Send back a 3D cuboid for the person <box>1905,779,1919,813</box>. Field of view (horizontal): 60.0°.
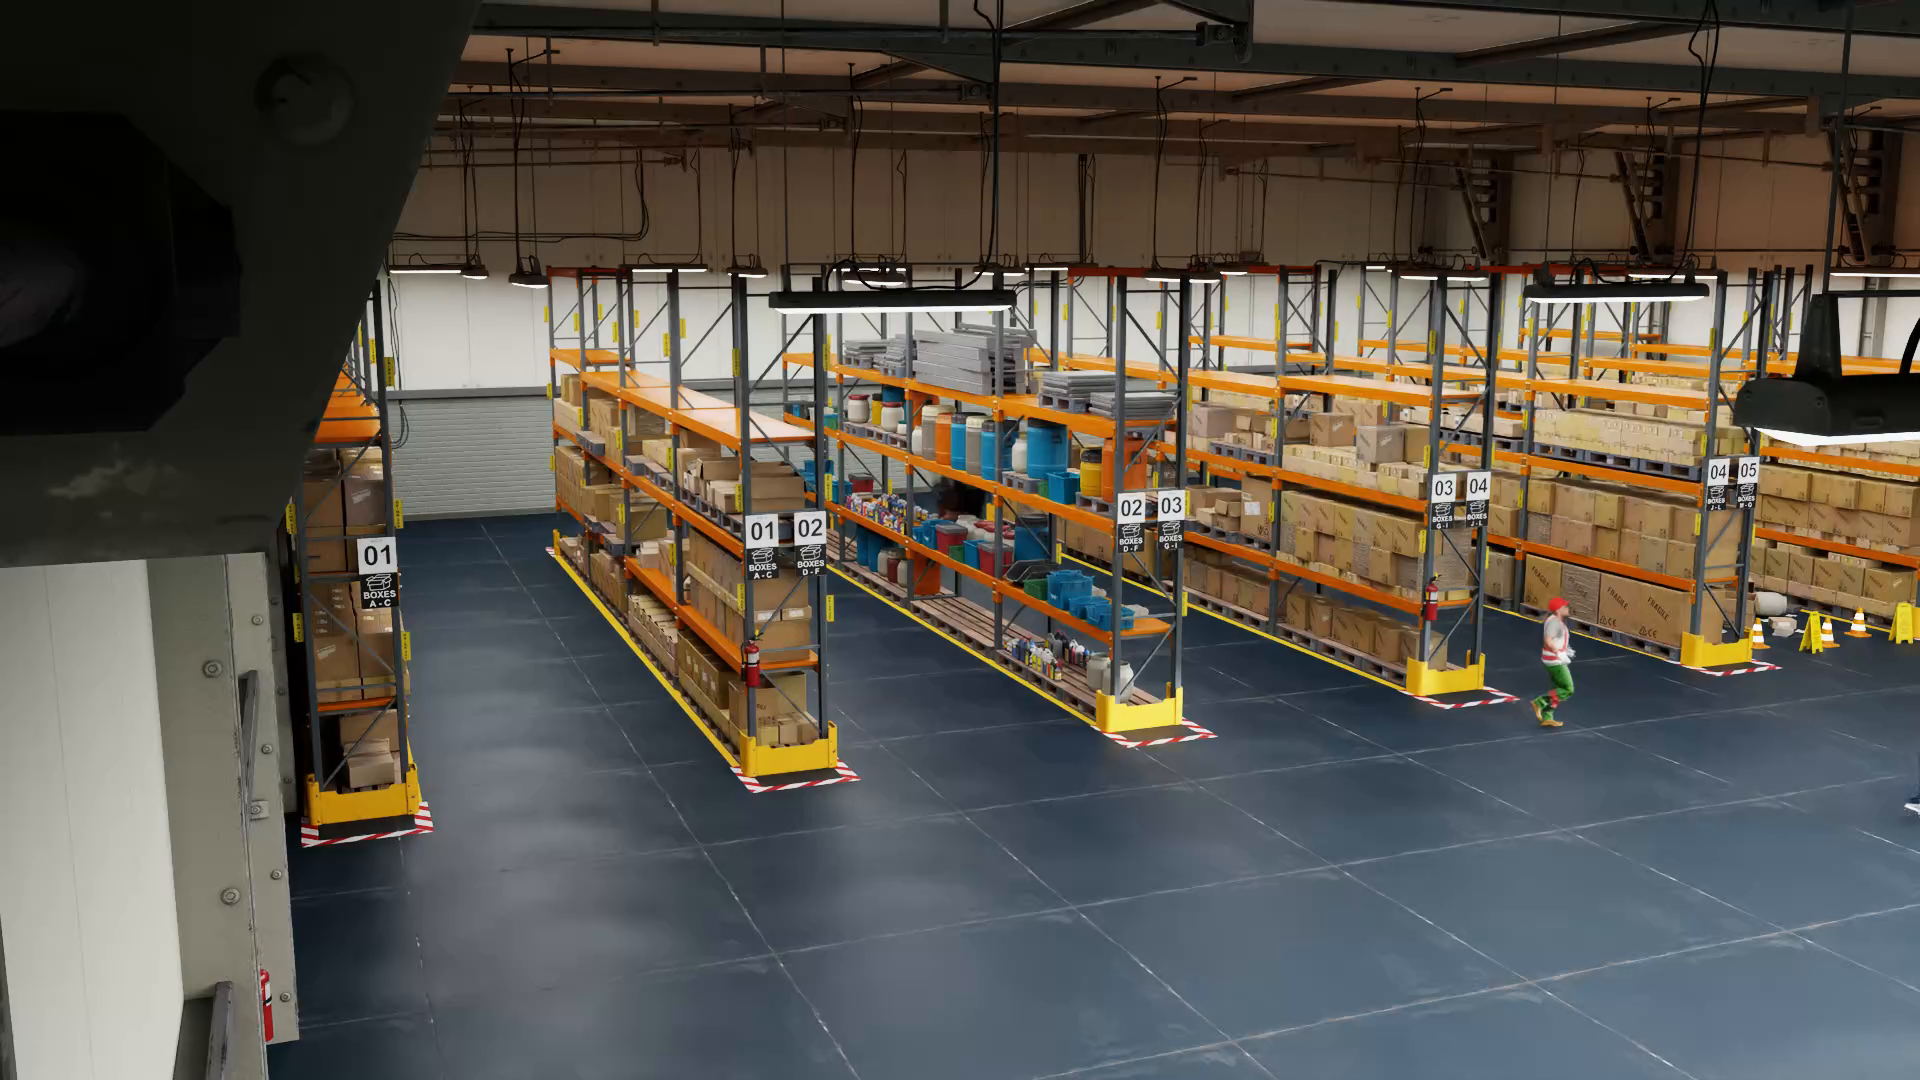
[{"bbox_3d":[10.992,2.355,18.532,0.717,1.646,0.488,0,10,-1],"label":"person"}]

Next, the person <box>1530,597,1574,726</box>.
[{"bbox_3d":[7.961,1.625,22.337,0.558,1.736,0.677,2,10,13],"label":"person"}]

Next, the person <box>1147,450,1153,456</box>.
[{"bbox_3d":[4.350,-1.306,39.302,0.775,1.676,0.756,1,10,4],"label":"person"}]
